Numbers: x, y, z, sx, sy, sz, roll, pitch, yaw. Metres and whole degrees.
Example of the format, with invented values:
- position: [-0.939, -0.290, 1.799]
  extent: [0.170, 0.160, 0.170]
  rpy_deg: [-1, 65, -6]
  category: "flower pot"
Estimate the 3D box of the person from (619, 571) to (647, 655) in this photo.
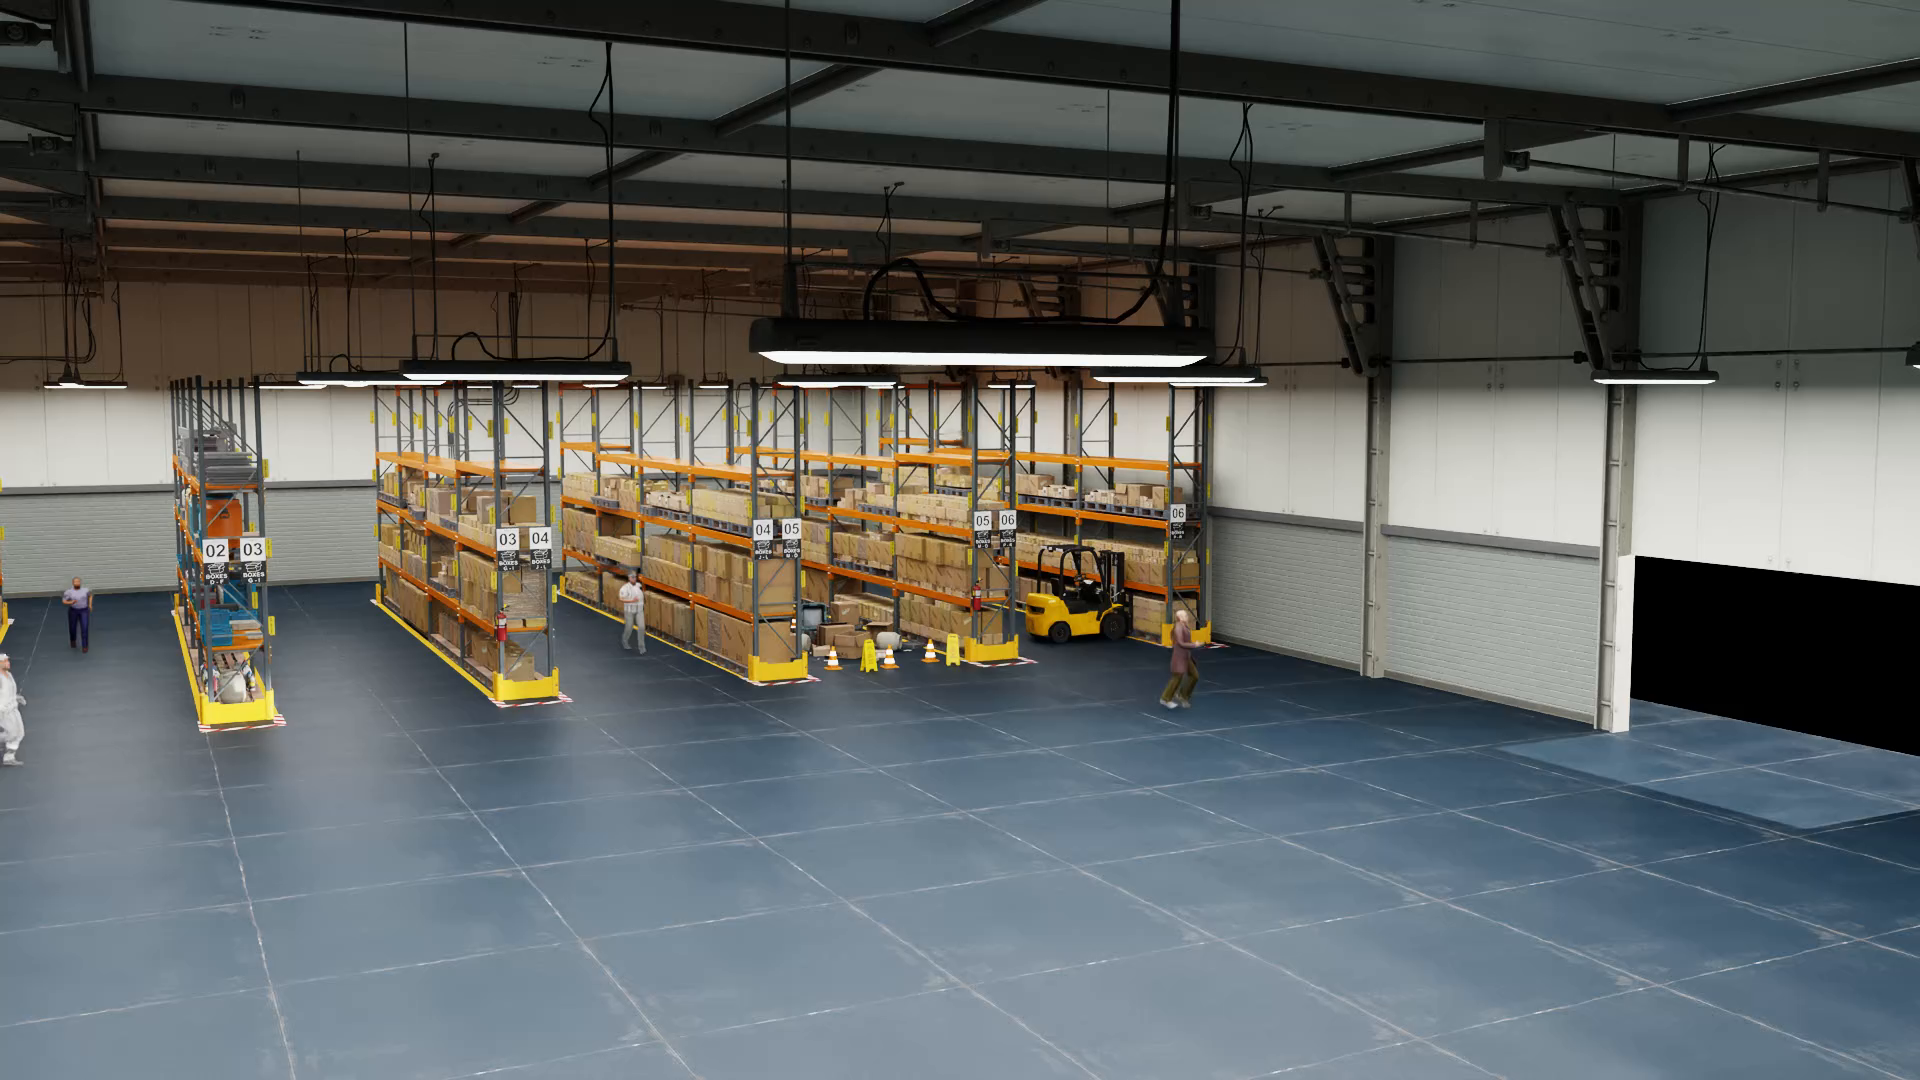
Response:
- position: [-7.203, 1.575, 36.600]
  extent: [0.646, 1.818, 0.938]
  rpy_deg: [-3, 6, -34]
  category: "person"

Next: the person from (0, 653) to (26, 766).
- position: [-14.693, 2.600, 25.473]
  extent: [0.605, 1.749, 0.666]
  rpy_deg: [0, 5, -5]
  category: "person"

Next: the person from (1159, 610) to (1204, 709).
- position: [4.007, 2.180, 29.990]
  extent: [0.813, 1.840, 0.700]
  rpy_deg: [2, 5, 22]
  category: "person"

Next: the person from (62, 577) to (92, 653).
- position: [-19.431, 1.628, 36.653]
  extent: [0.607, 1.632, 0.941]
  rpy_deg: [-3, 6, -32]
  category: "person"
